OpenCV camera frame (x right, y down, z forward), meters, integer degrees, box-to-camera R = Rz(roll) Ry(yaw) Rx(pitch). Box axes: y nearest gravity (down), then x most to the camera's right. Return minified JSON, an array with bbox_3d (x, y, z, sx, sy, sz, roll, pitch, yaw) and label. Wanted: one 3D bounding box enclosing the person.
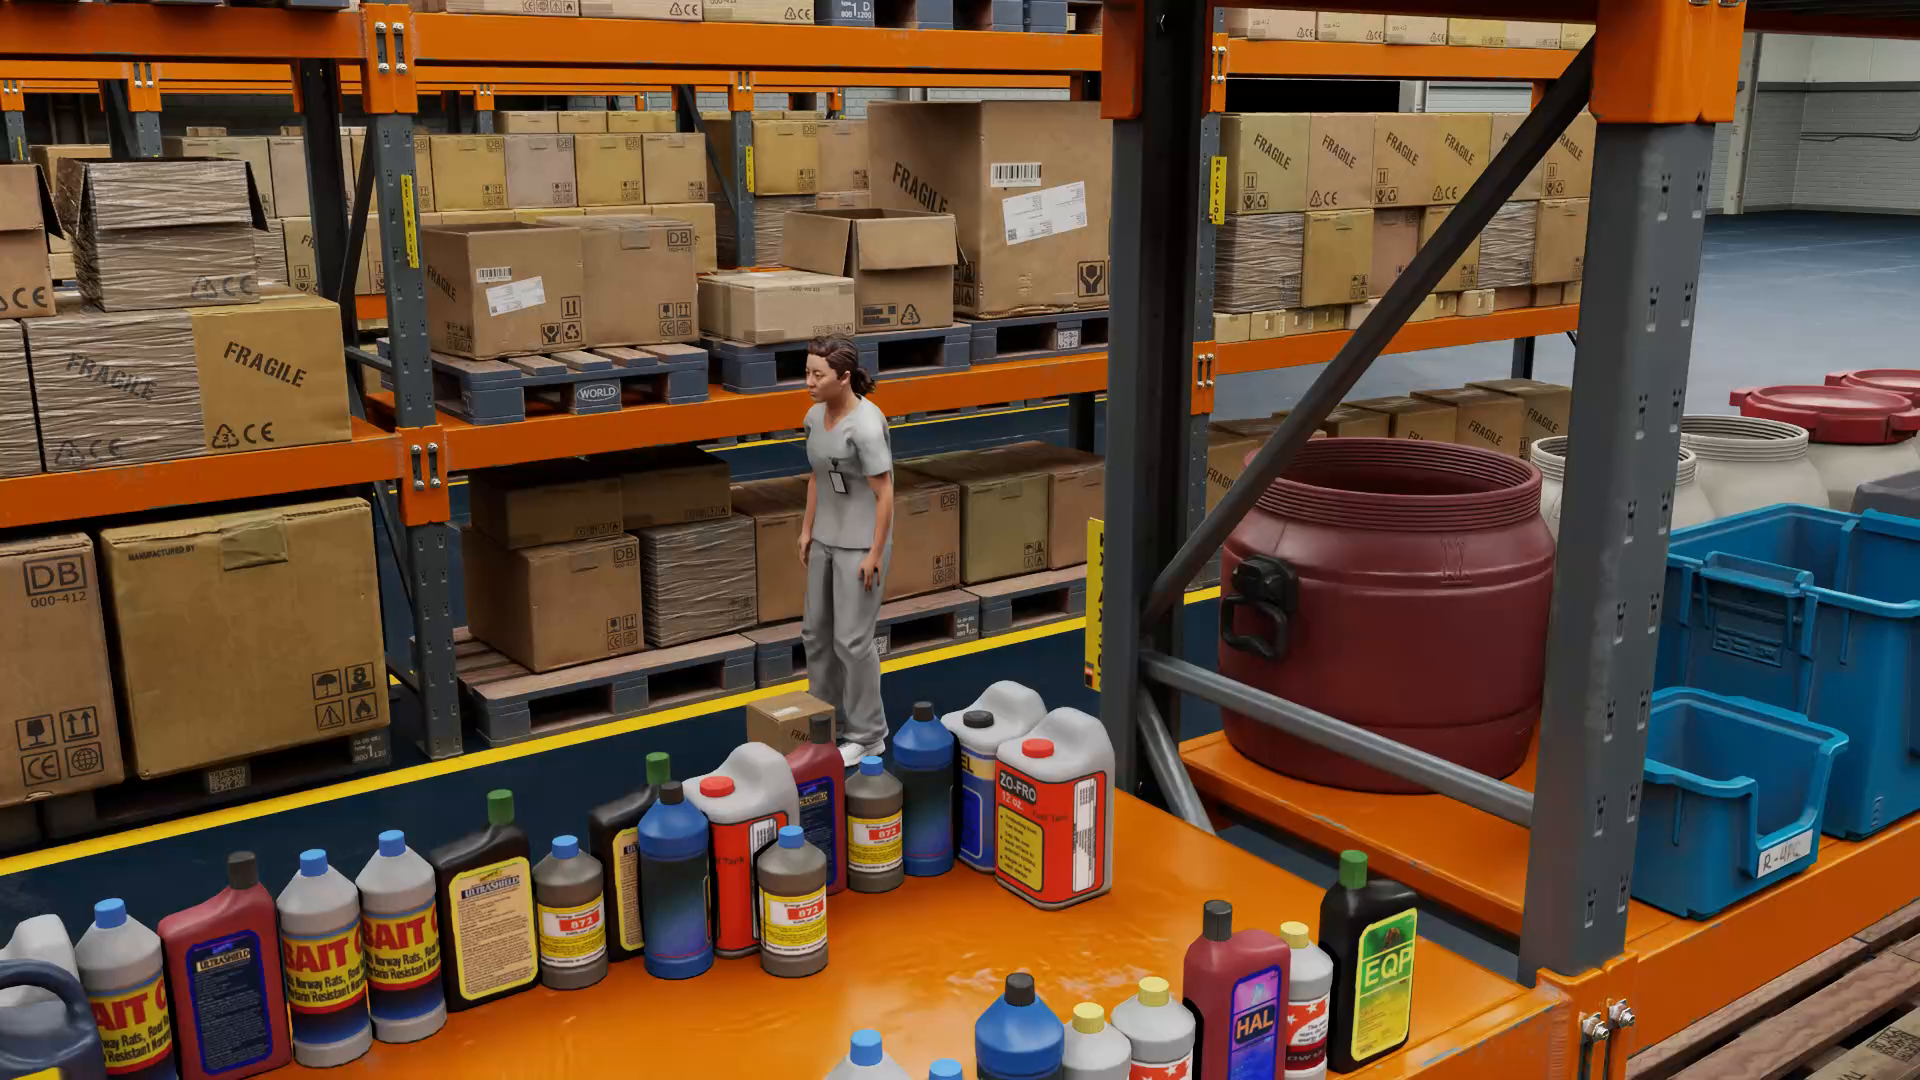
[{"bbox_3d":[-0.455,0.029,6.402,0.363,1.671,0.512,-12,19,-38],"label":"person"}]
